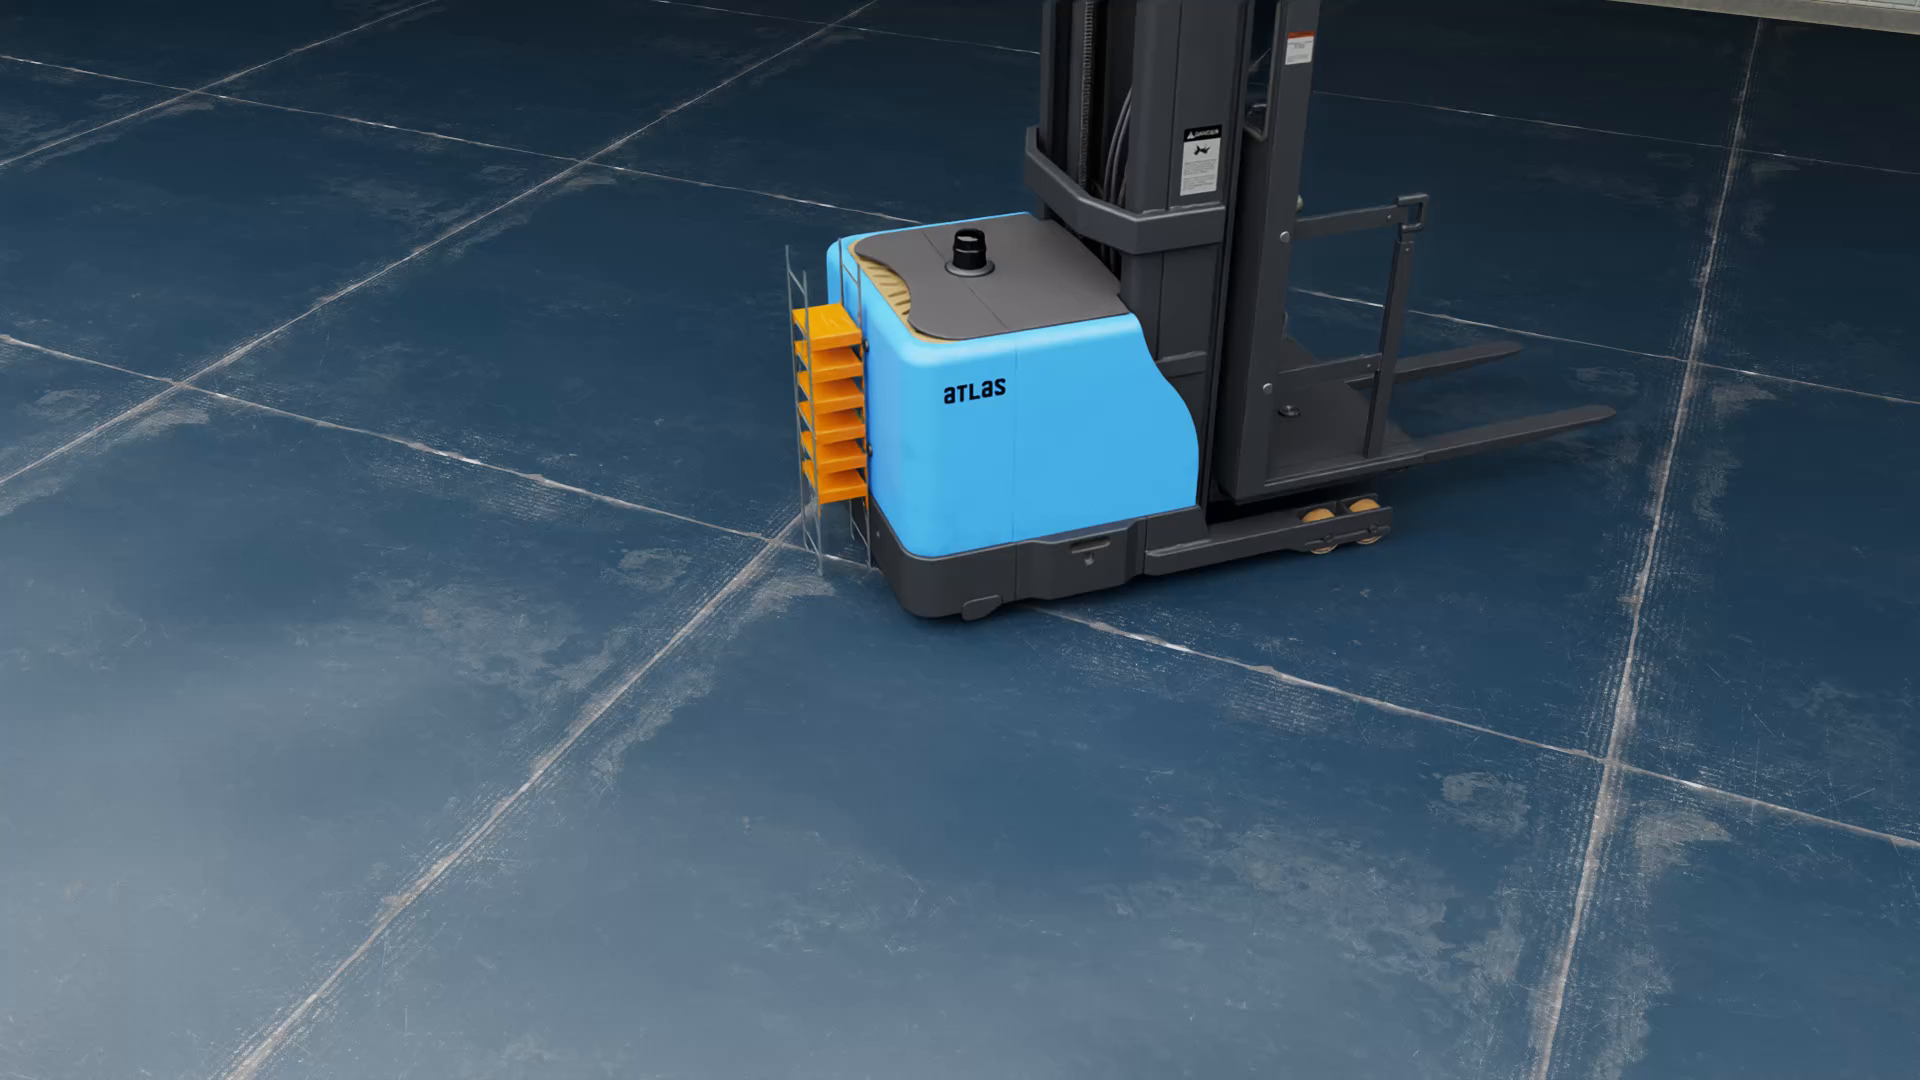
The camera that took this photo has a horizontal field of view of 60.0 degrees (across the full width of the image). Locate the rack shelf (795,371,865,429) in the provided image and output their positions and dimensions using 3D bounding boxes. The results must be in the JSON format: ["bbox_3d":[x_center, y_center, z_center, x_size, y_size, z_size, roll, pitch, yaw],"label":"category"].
[{"bbox_3d":[-0.455,-0.505,5.787,0.180,0.103,0.258,-11,35,-17],"label":"rack shelf"}]

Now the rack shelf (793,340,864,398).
[{"bbox_3d":[-0.455,-0.605,5.722,0.180,0.103,0.258,-11,35,-17],"label":"rack shelf"}]

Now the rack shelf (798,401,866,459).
[{"bbox_3d":[-0.455,-0.404,5.853,0.180,0.103,0.258,-11,35,-17],"label":"rack shelf"}]

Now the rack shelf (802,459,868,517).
[{"bbox_3d":[-0.455,-0.203,5.985,0.180,0.103,0.258,-11,35,-17],"label":"rack shelf"}]

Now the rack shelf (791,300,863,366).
[{"bbox_3d":[-0.455,-0.705,5.656,0.180,0.103,0.258,-11,35,-17],"label":"rack shelf"}]

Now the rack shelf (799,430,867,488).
[{"bbox_3d":[-0.455,-0.304,5.919,0.180,0.103,0.258,-11,35,-17],"label":"rack shelf"}]

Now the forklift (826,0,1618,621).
[{"bbox_3d":[1.082,-1.434,5.765,3.031,2.935,1.130,-11,35,-17],"label":"forklift"}]

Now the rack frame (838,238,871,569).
[{"bbox_3d":[-0.369,-0.458,5.855,0.006,1.200,0.240,-11,35,-17],"label":"rack frame"}]

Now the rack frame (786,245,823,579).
[{"bbox_3d":[-0.541,-0.424,5.803,0.006,1.200,0.240,-11,35,-17],"label":"rack frame"}]

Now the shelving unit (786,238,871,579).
[{"bbox_3d":[-0.455,-0.441,5.829,0.189,1.200,0.258,-11,35,-17],"label":"shelving unit"}]
